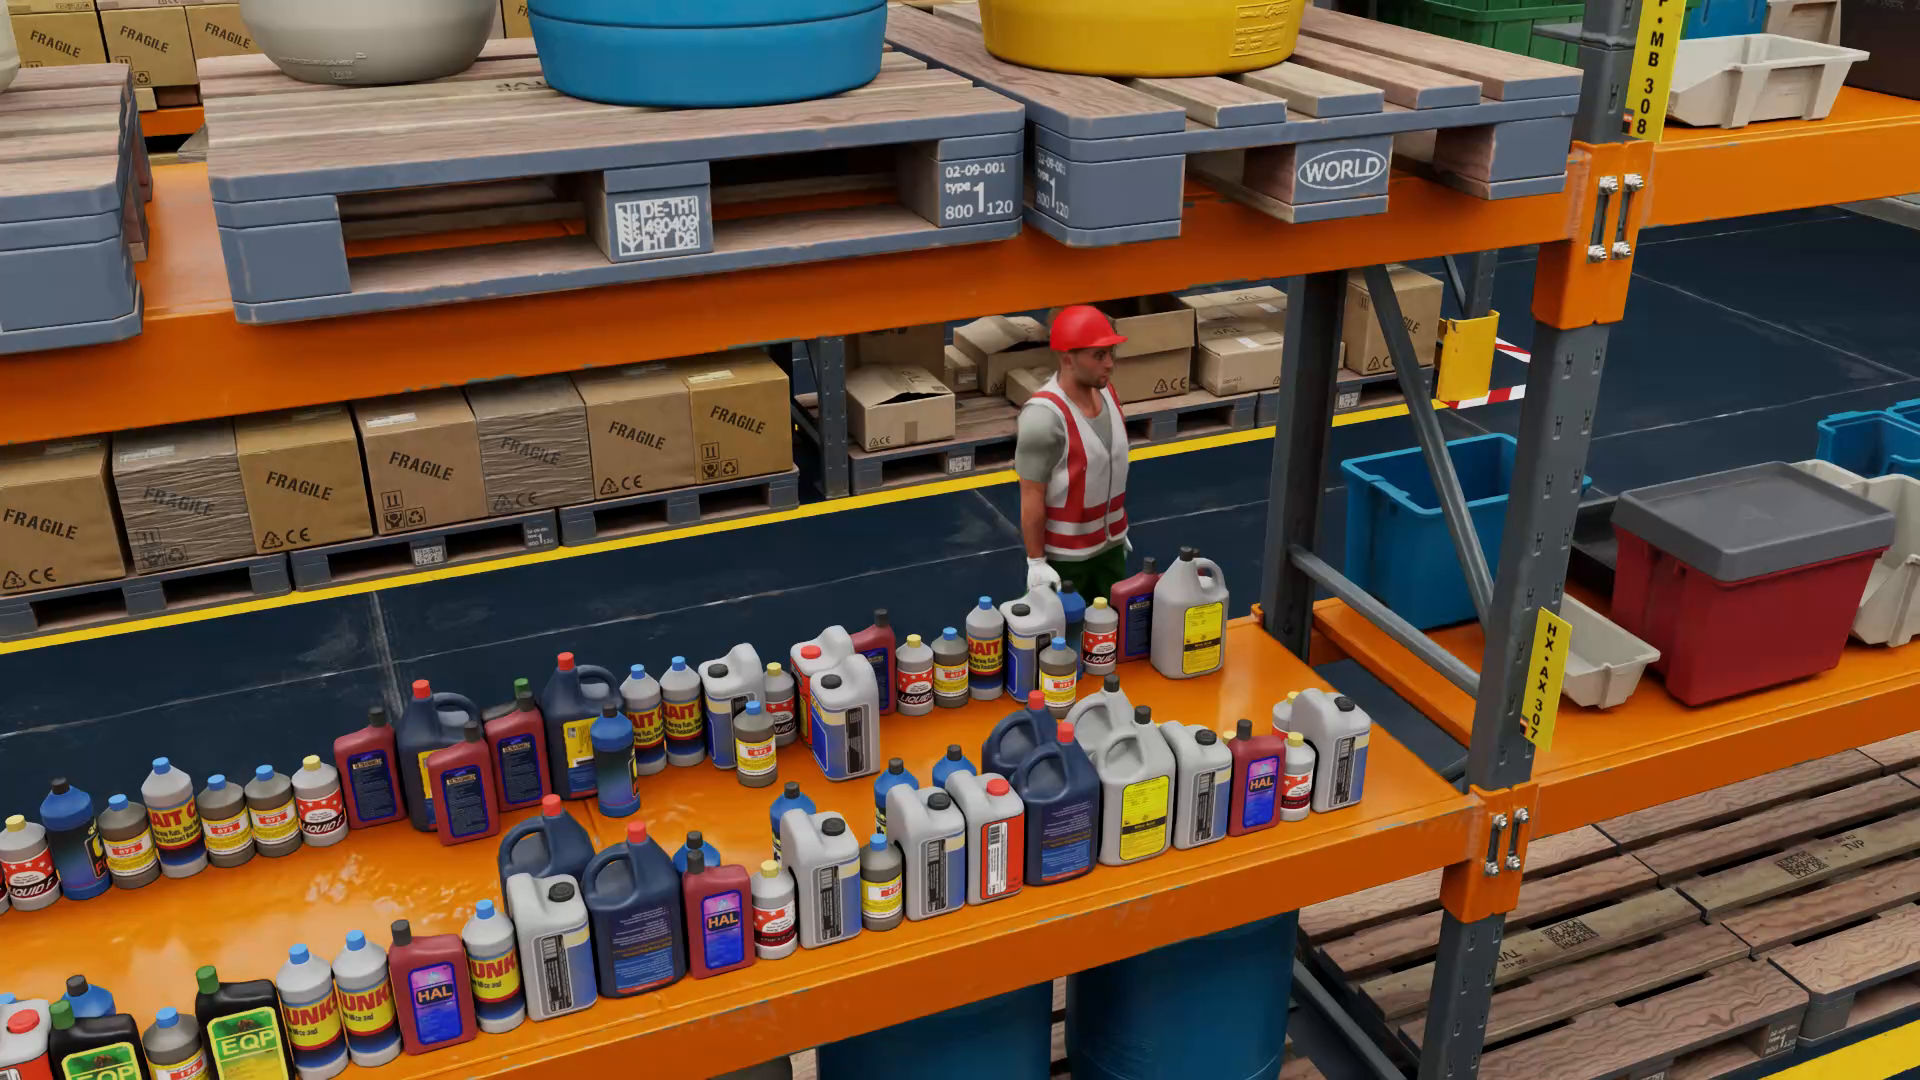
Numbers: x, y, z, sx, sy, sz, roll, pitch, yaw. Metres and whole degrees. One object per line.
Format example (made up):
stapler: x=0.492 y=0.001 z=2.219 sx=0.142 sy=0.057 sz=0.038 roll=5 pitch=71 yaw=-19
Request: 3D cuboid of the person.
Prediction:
person: x=0.398 y=0.016 z=6.030 sx=0.621 sy=1.796 sz=0.558 roll=23 pitch=34 yaw=39
